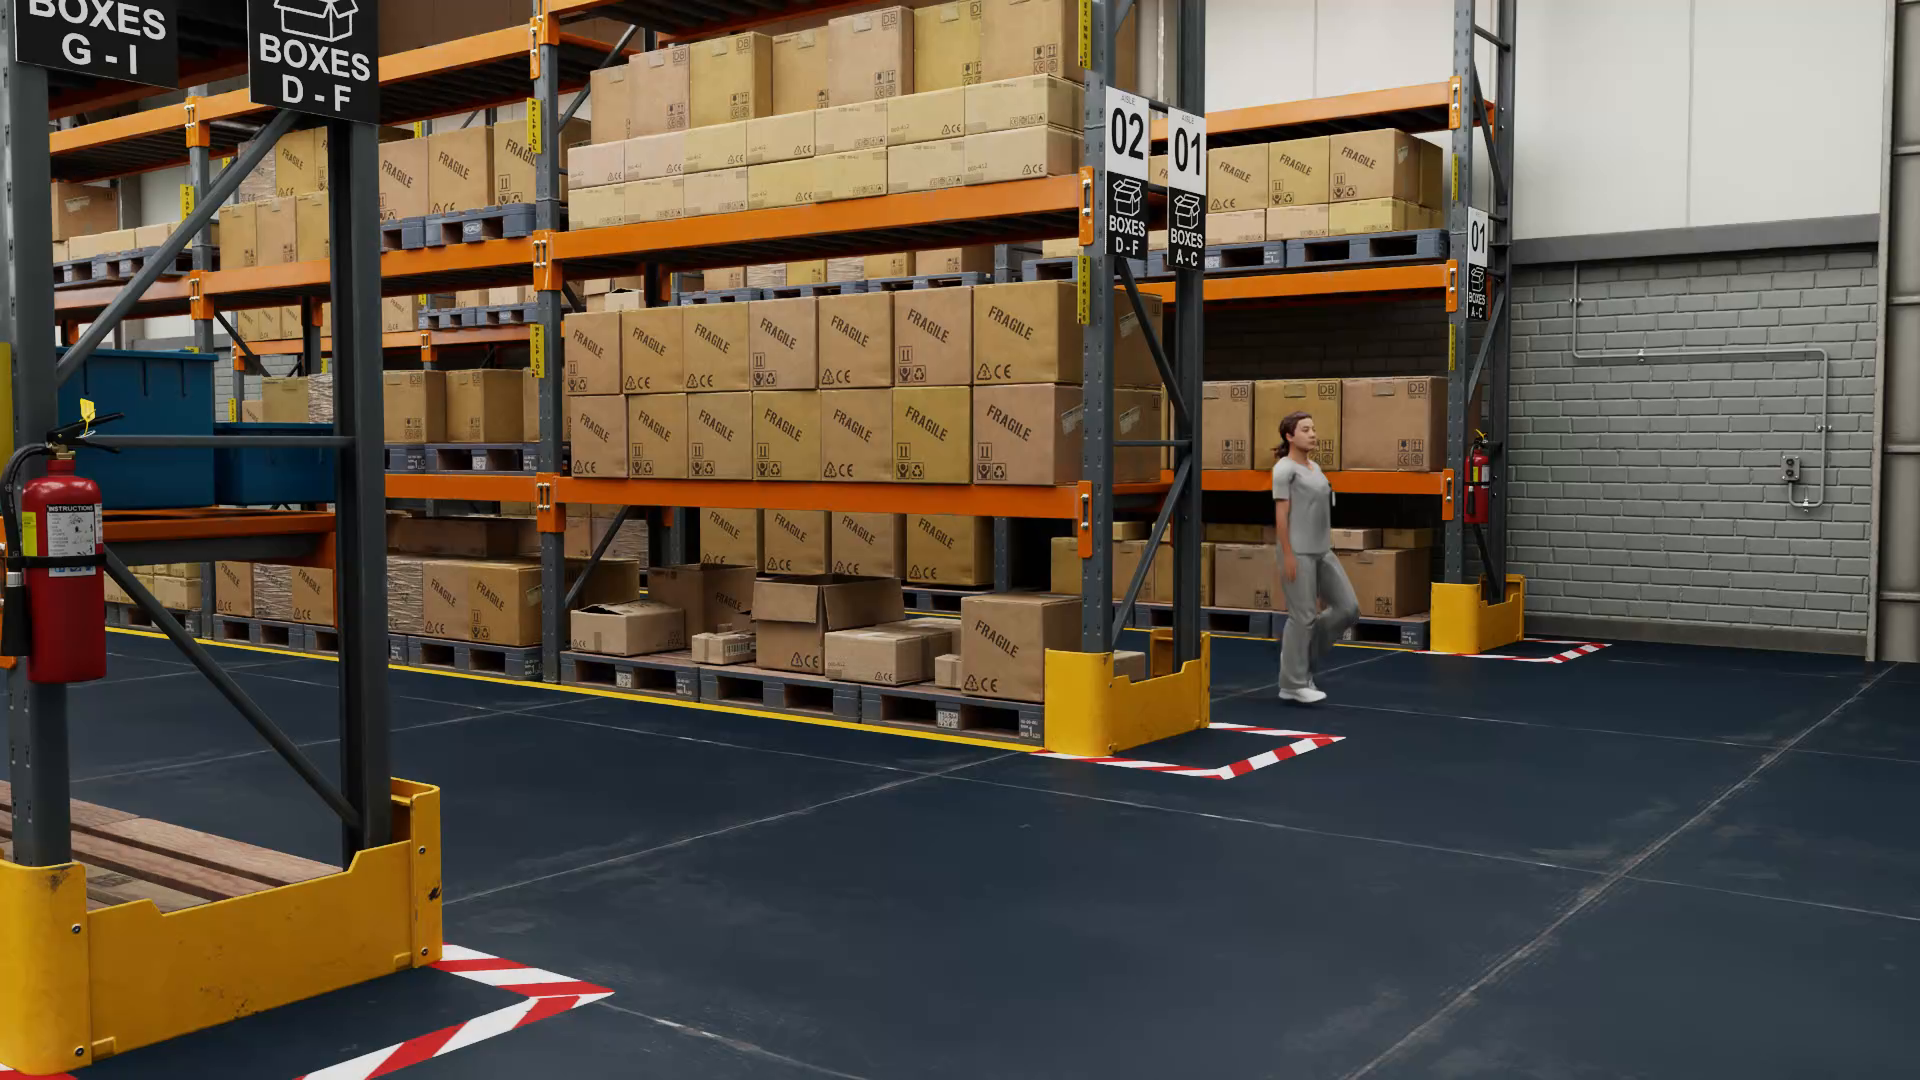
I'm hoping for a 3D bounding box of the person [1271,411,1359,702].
[{"bbox_3d":[1.994,0.093,9.519,0.466,1.663,0.466,3,5,45],"label":"person"}]
